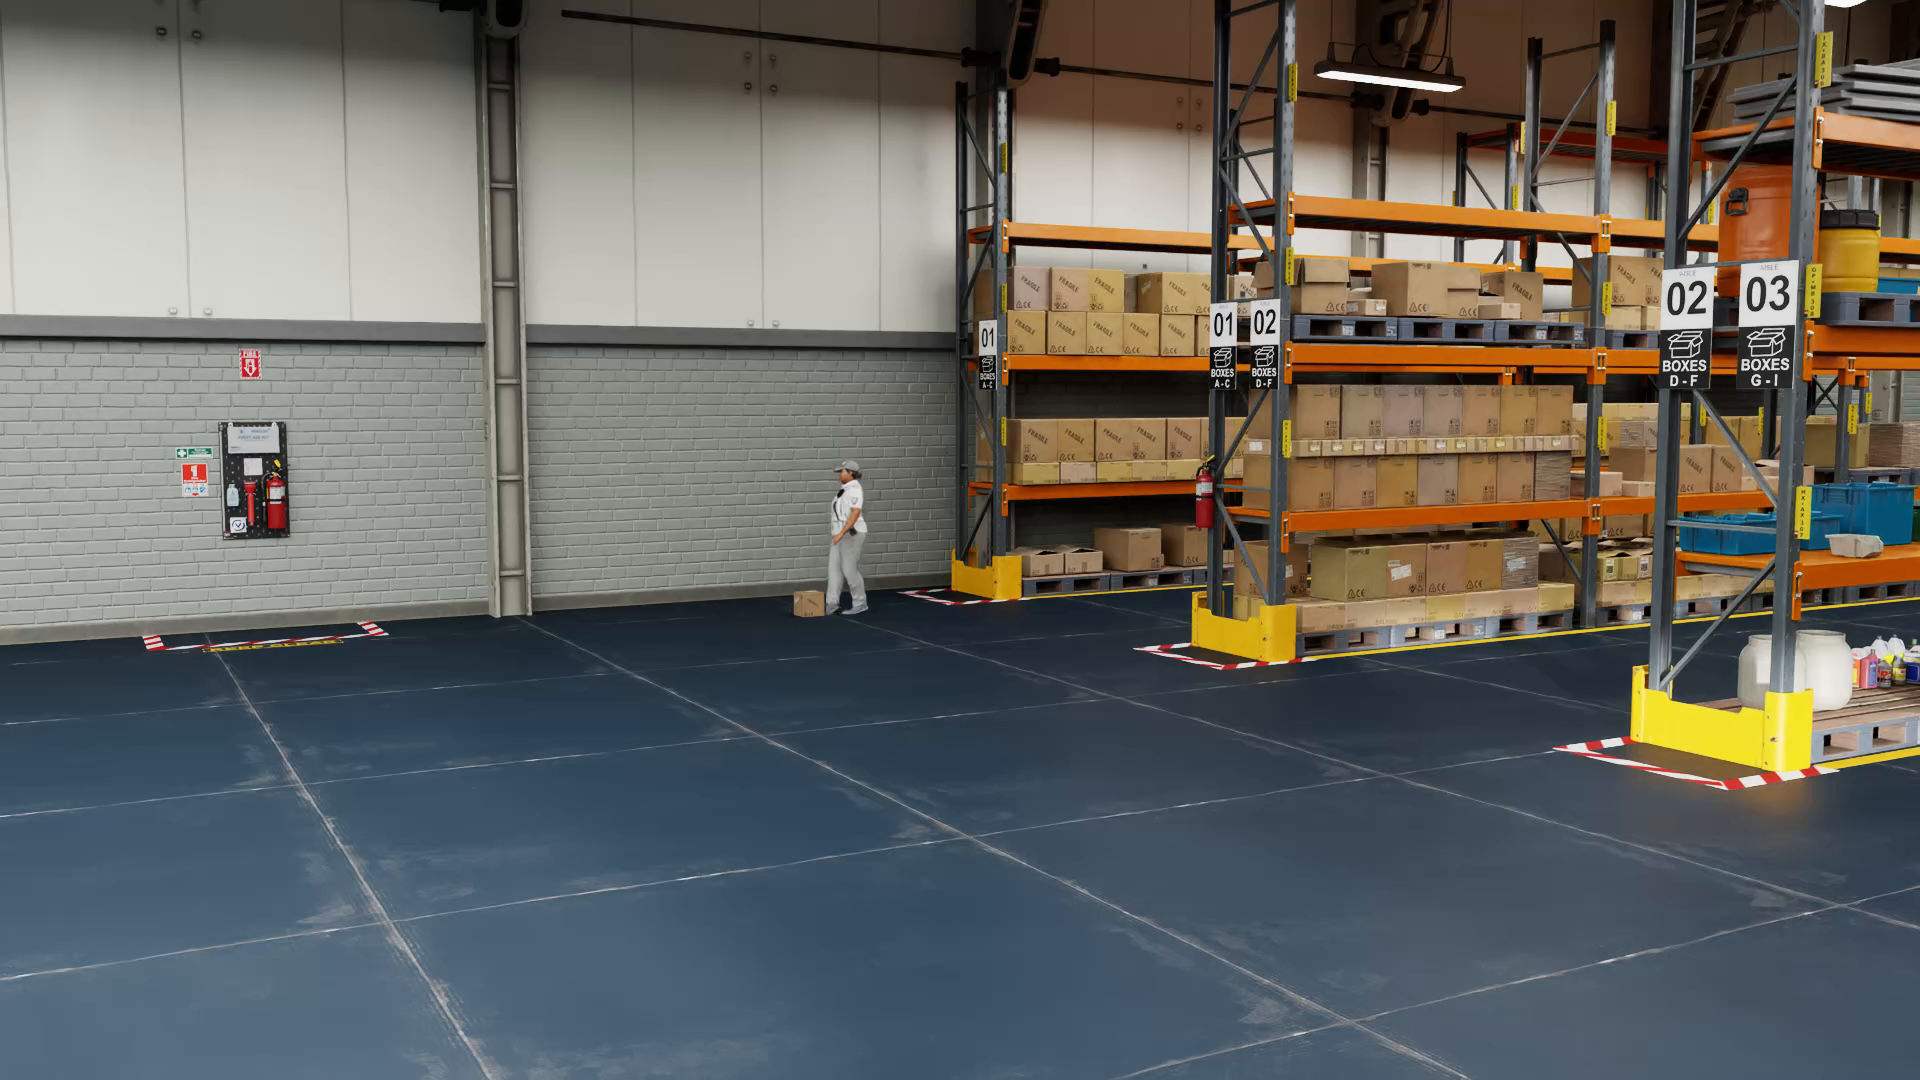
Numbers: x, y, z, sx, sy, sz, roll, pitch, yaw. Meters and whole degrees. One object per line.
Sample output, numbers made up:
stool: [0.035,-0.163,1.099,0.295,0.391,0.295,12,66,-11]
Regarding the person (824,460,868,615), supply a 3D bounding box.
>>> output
person: [-1.306,-0.007,17.909,0.606,1.699,0.636,-2,6,-21]
